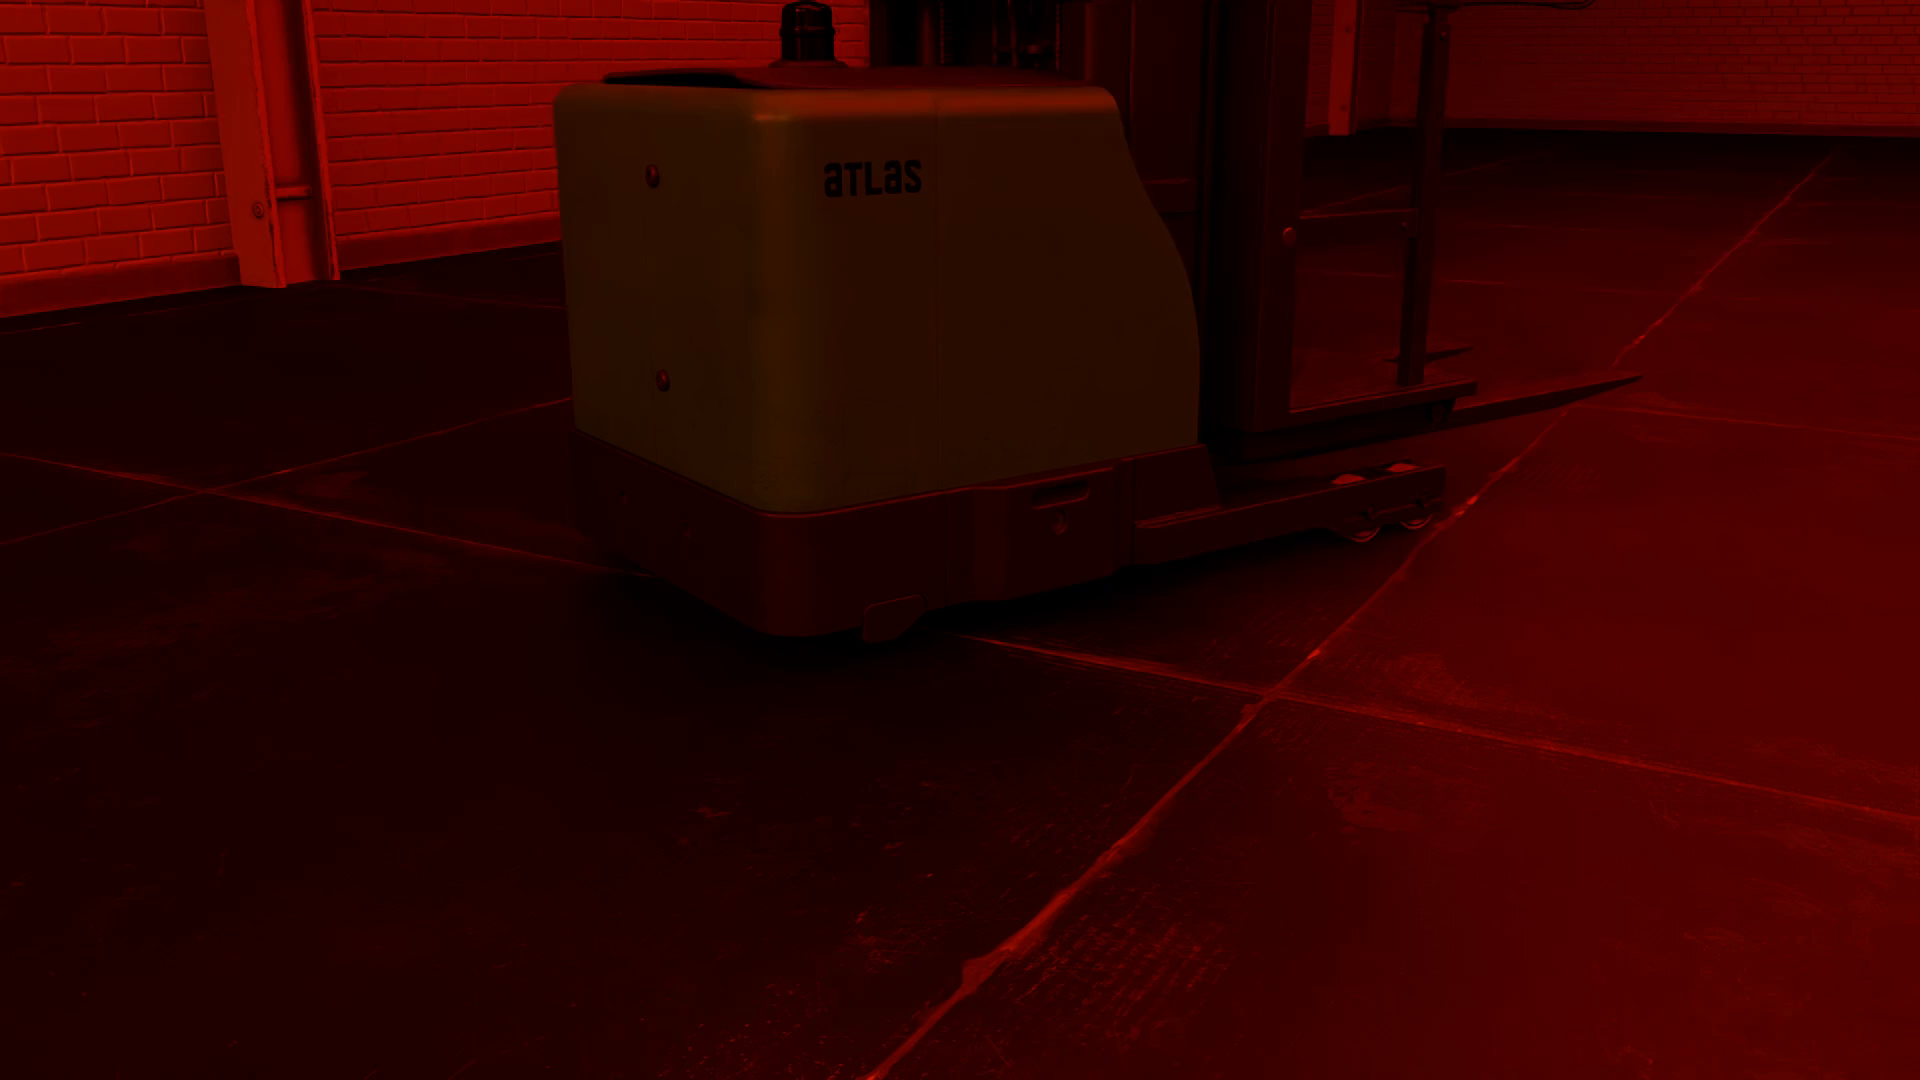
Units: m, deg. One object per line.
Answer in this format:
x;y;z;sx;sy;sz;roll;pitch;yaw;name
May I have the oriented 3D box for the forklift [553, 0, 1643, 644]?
0.593;-1.509;3.976;3.031;2.935;1.130;-11;20;-34;forklift
